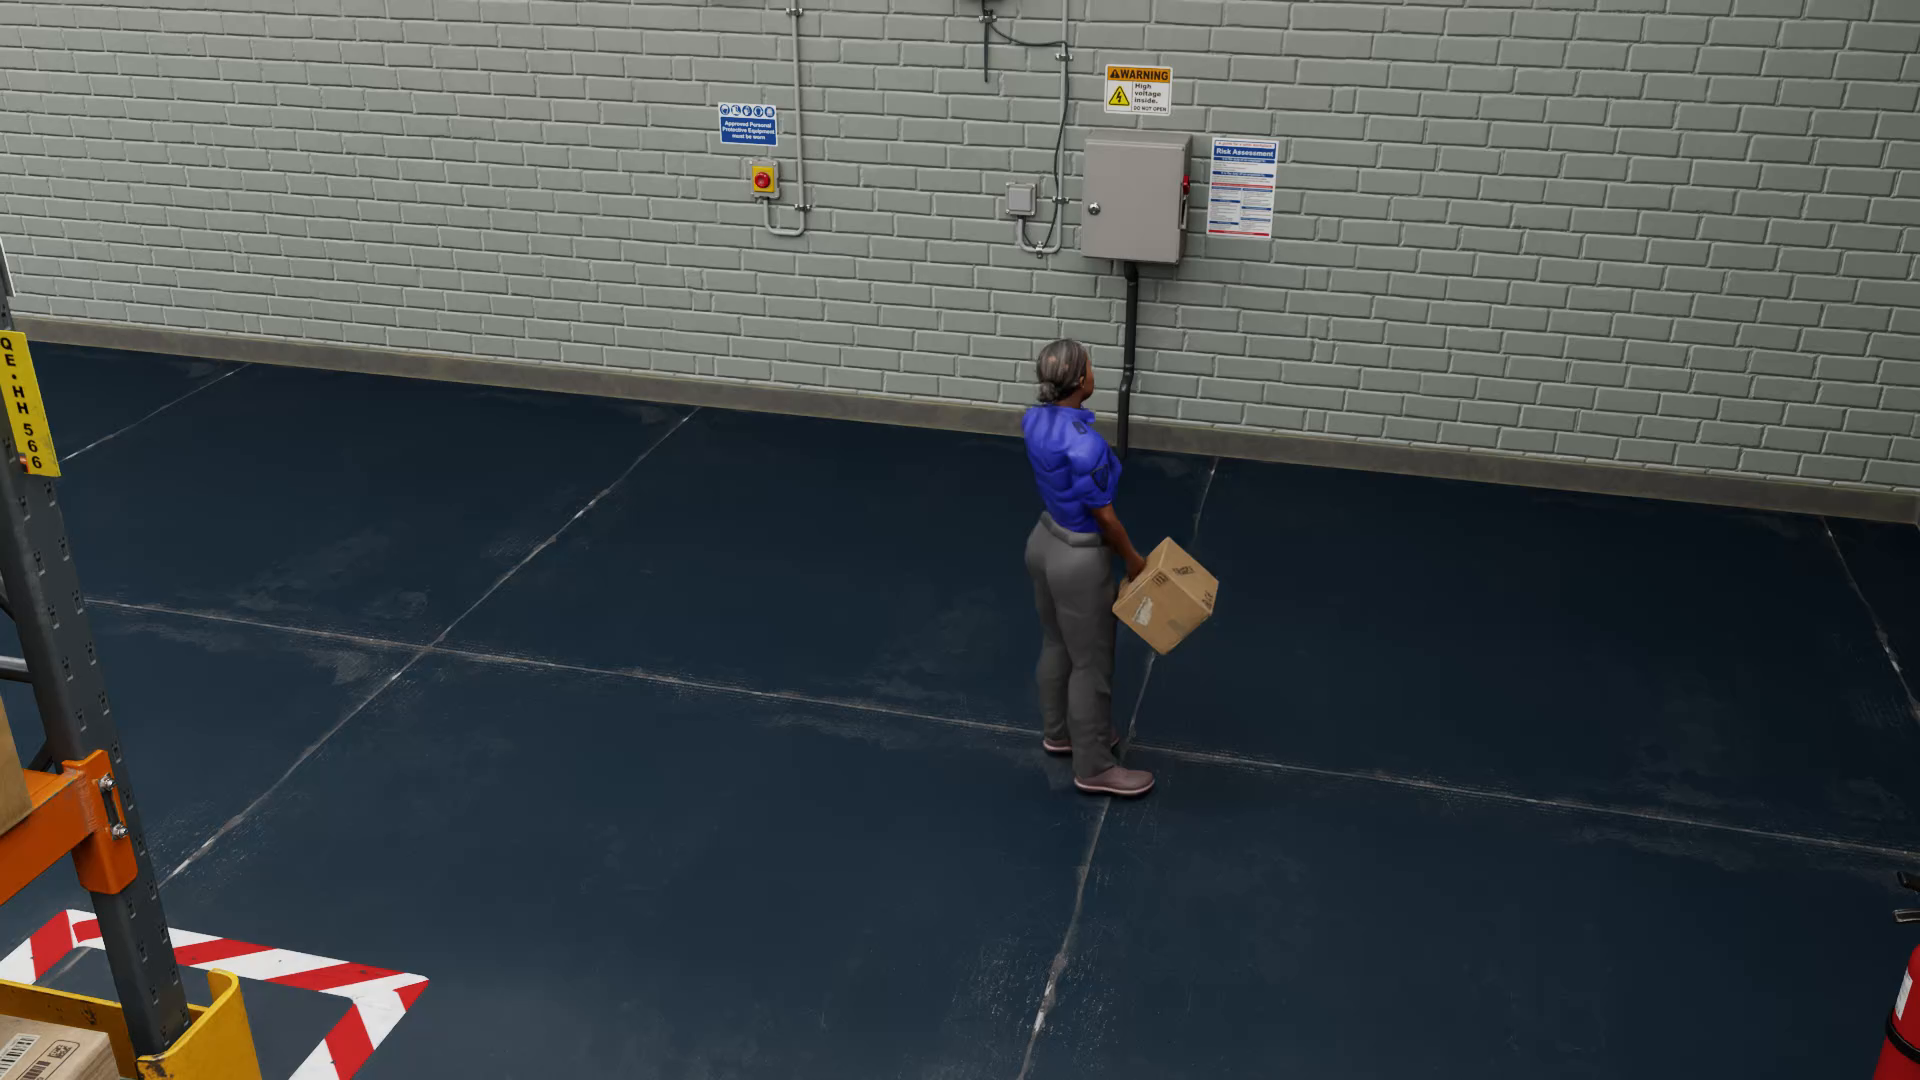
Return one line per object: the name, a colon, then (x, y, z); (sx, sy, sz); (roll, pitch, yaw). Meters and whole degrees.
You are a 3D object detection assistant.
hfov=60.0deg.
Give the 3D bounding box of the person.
person: (0.461, 0.094, 5.888); (0.420, 1.661, 0.554); (-12, 28, -23)
